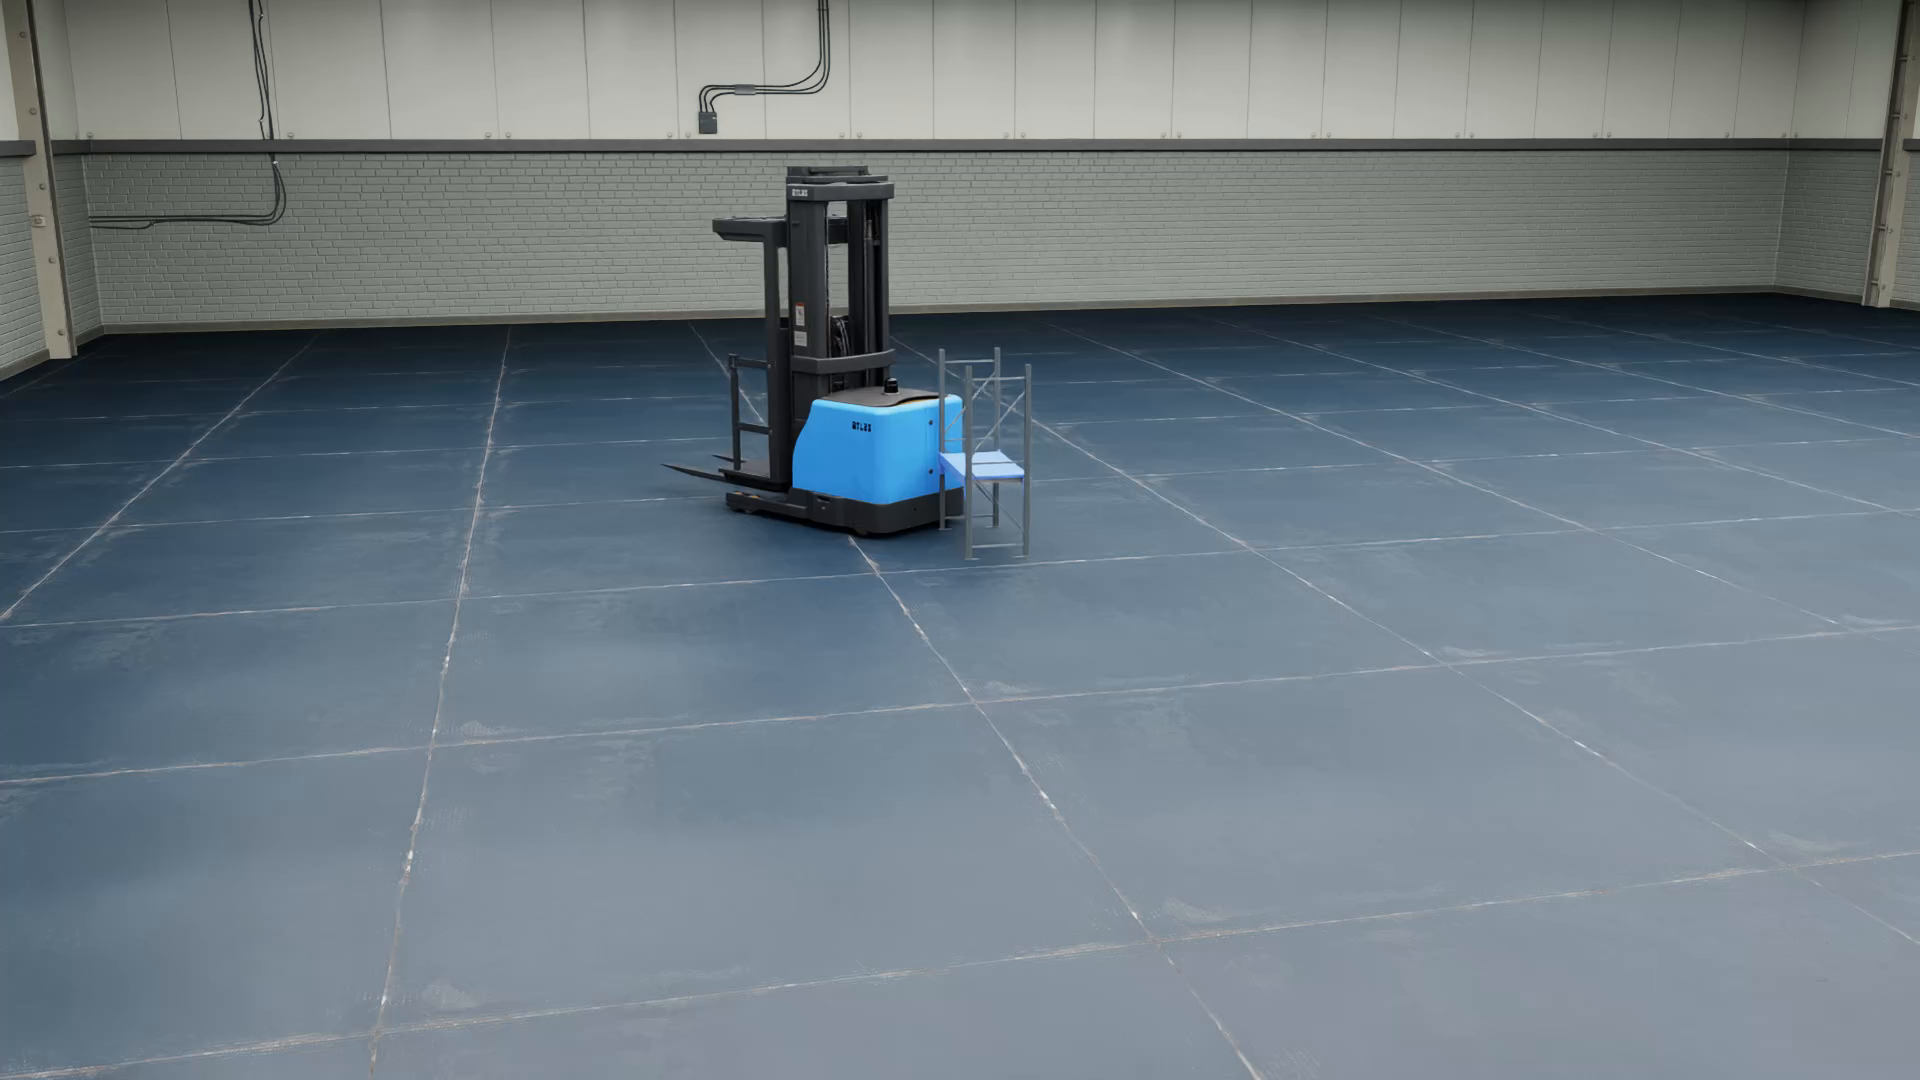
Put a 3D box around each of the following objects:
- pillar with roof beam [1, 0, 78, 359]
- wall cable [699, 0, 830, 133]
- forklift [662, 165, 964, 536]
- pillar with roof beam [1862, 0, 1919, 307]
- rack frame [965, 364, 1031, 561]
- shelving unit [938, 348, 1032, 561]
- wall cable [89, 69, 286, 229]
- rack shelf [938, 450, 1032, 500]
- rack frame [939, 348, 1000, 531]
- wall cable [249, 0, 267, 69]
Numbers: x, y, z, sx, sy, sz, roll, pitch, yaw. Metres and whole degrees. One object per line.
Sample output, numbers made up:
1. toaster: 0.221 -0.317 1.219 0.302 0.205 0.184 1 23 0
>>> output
1. pillar with roof beam: -9.009 -7.304 24.364 9.100 9.000 0.400 -3 14 -13
2. wall cable: -3.368 -9.995 28.213 2.305 6.003 0.169 -3 14 -13
3. forklift: -1.400 -1.728 14.323 3.031 2.935 1.130 12 18 40
4. pillar with roof beam: 13.241 -8.580 29.587 9.100 9.000 0.400 -3 14 -13
5. rack frame: 0.288 -0.582 12.651 0.500 1.500 0.032 -3 14 -12
6. shelving unit: 0.183 -0.700 13.134 0.538 1.500 1.048 -3 14 -12
7. wall cable: -12.600 -6.309 26.834 3.097 2.526 0.112 -3 14 -13
8. rack shelf: 0.183 -0.526 13.176 0.538 0.185 1.000 -3 14 -12
9. rack frame: 0.077 -0.818 13.617 0.500 1.500 0.032 -3 14 -12
10. wall cable: -9.970 -8.914 26.852 3.097 2.526 0.112 -3 14 -13
